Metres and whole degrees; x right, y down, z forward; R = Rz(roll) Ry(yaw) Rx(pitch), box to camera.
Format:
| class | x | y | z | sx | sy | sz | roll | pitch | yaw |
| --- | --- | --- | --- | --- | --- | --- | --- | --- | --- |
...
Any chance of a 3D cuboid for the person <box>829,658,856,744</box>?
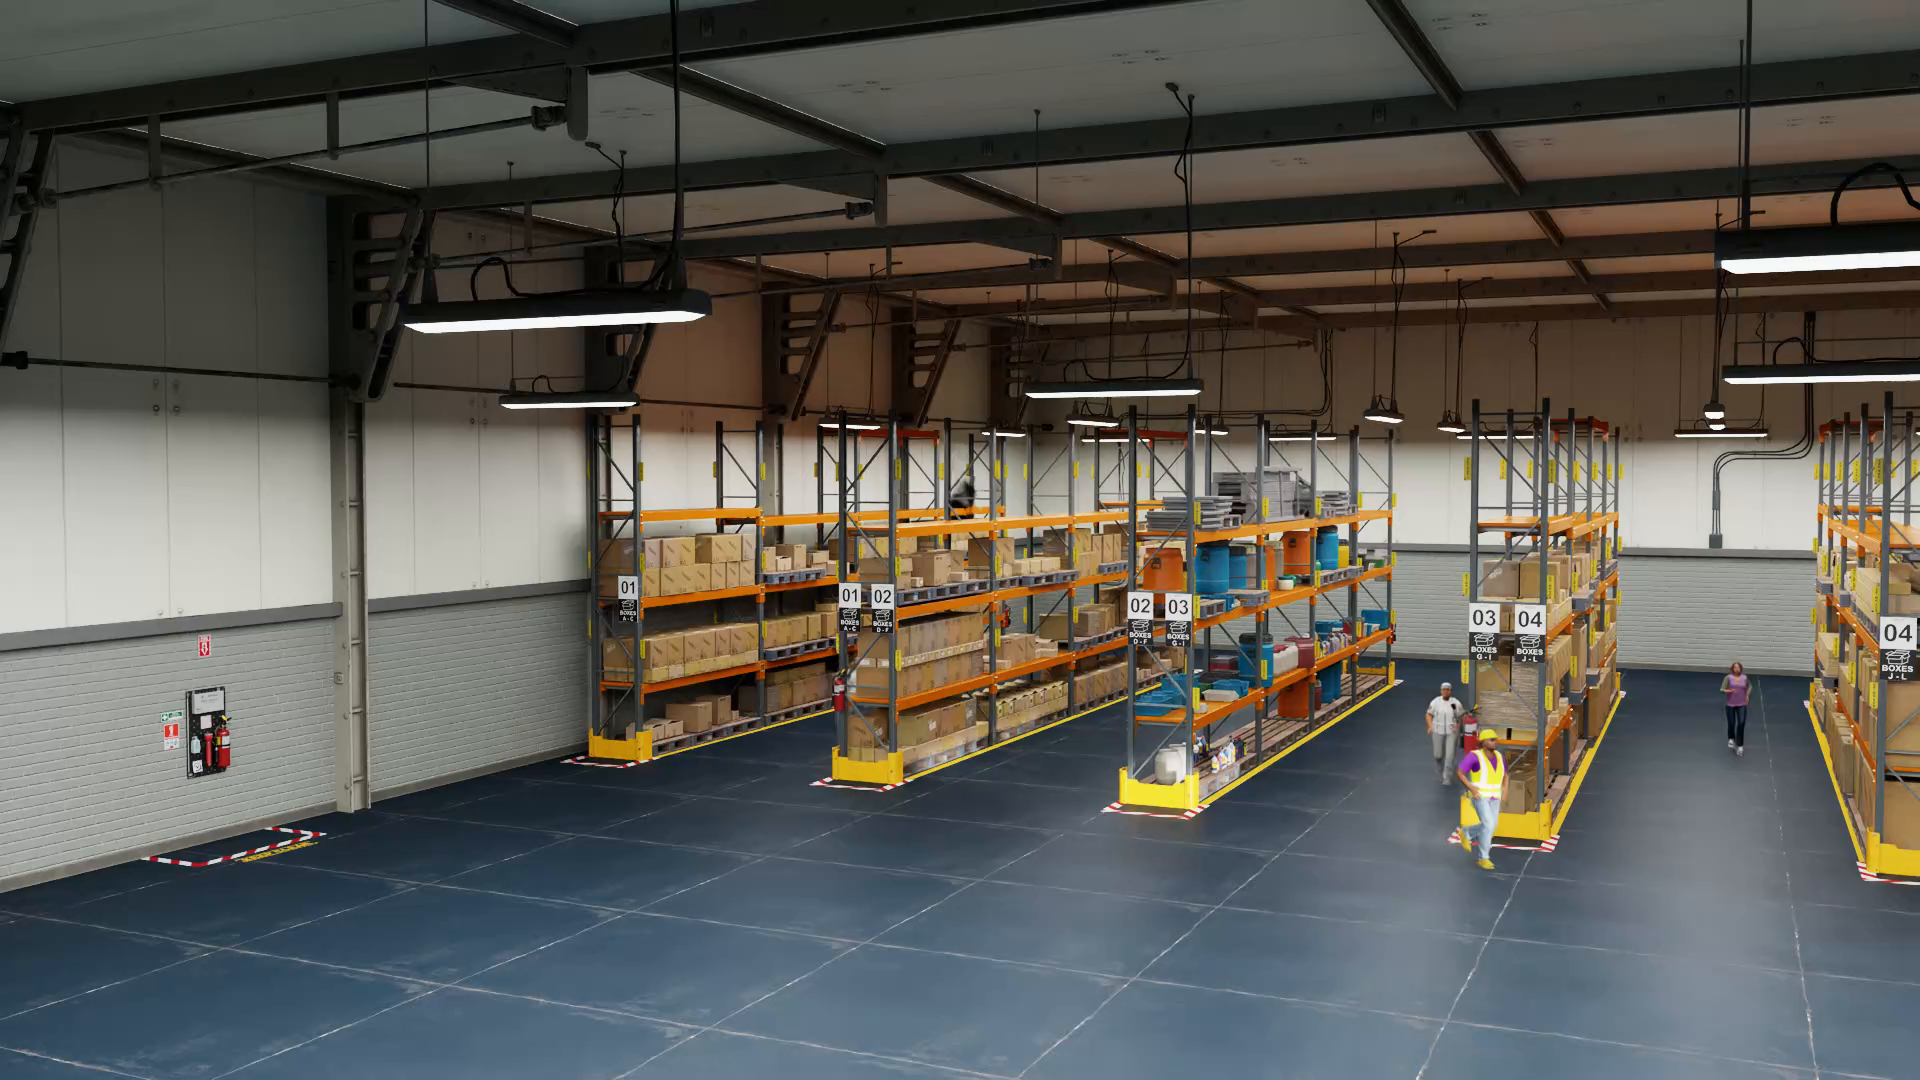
| class | x | y | z | sx | sy | sz | roll | pitch | yaw |
| --- | --- | --- | --- | --- | --- | --- | --- | --- | --- |
| person | -2.092 | 2.934 | 29.901 | 0.629 | 1.676 | 0.695 | 1 | 3 | 21 |

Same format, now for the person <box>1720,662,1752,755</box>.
| class | x | y | z | sx | sy | sz | roll | pitch | yaw |
| --- | --- | --- | --- | --- | --- | --- | --- | --- | --- |
| person | 13.773 | 2.959 | 29.490 | 0.539 | 1.594 | 0.839 | 1 | 2 | 18 |

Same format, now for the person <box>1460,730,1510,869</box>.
| class | x | y | z | sx | sy | sz | roll | pitch | yaw |
| --- | --- | --- | --- | --- | --- | --- | --- | --- | --- |
| person | 6.712 | 3.280 | 21.262 | 0.745 | 1.734 | 0.671 | -1 | 3 | -24 |

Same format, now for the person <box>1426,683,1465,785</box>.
| class | x | y | z | sx | sy | sz | roll | pitch | yaw |
| --- | --- | --- | --- | --- | --- | --- | --- | --- | --- |
| person | 7.769 | 3.099 | 26.638 | 0.616 | 1.620 | 0.549 | 1 | 2 | 18 |
